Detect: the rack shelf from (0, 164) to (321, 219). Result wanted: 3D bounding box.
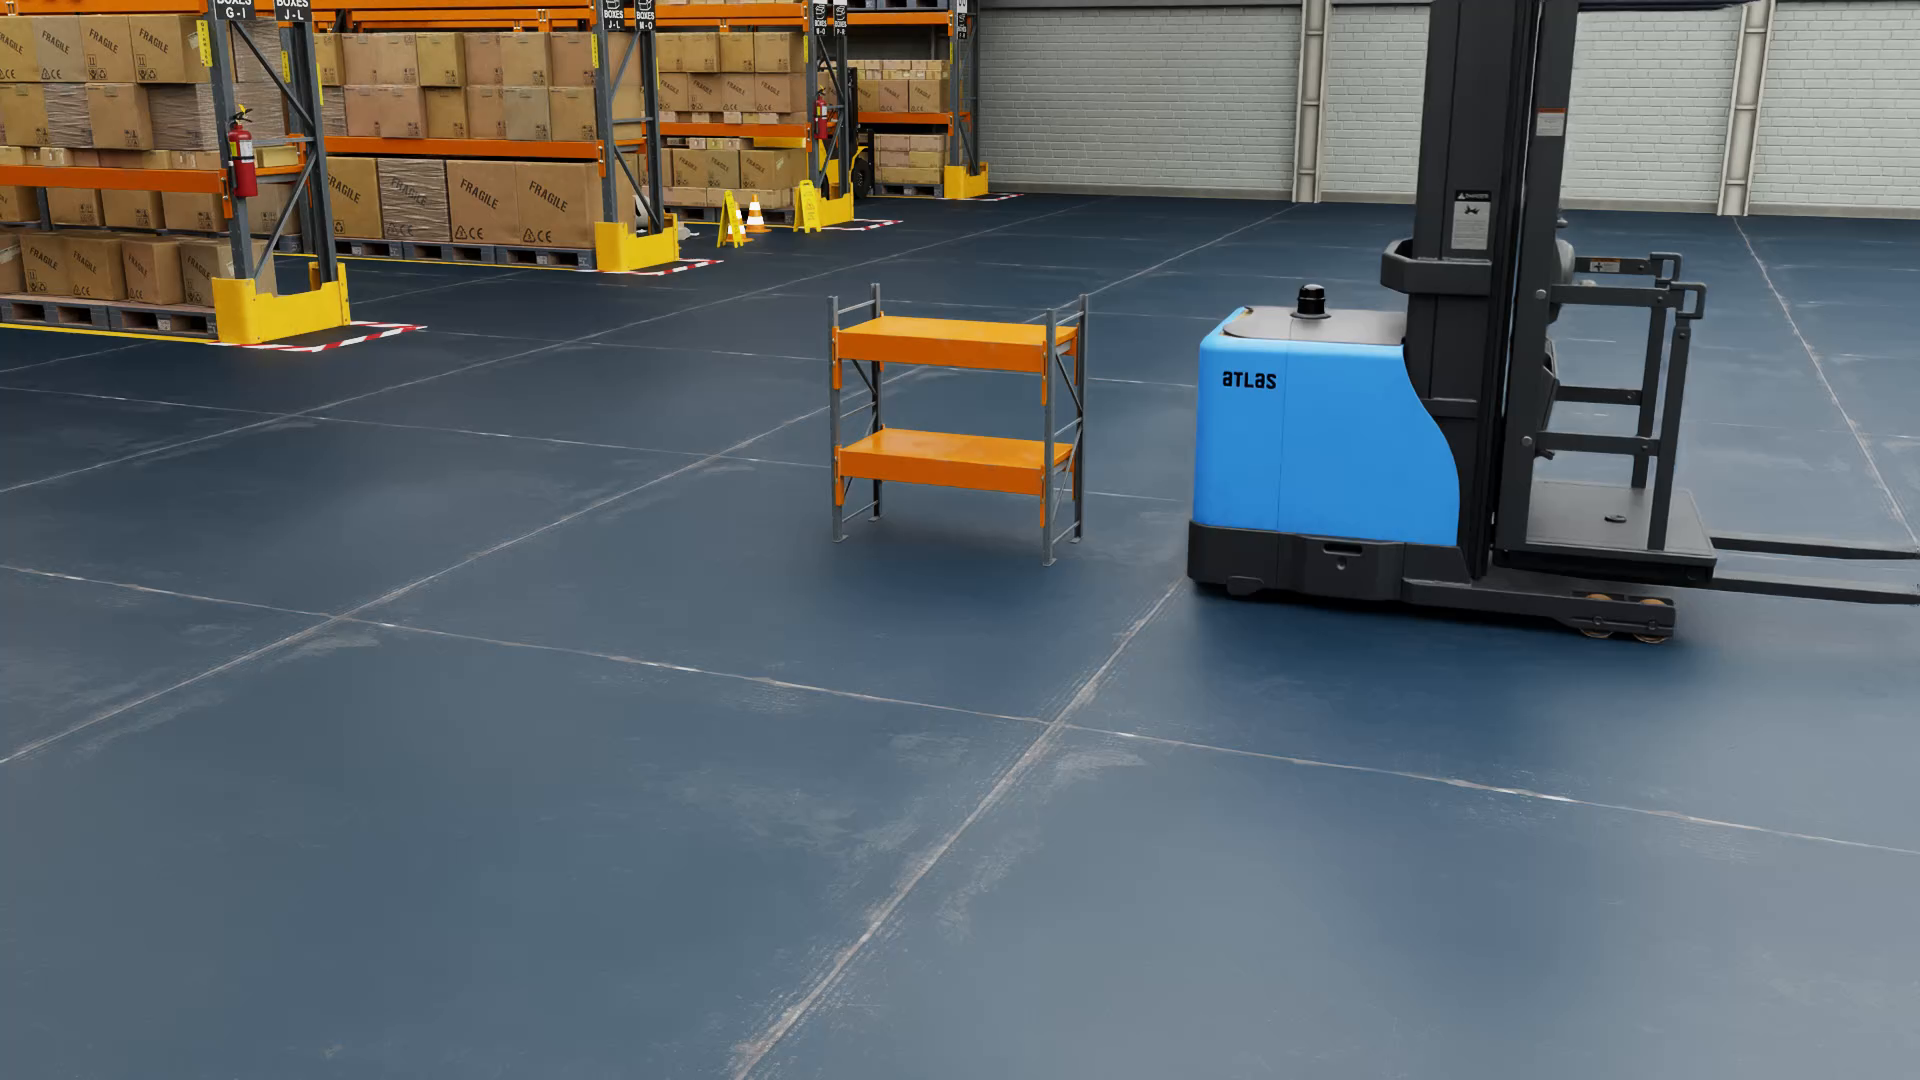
[{"bbox_3d":[-7.235,-2.971,13.817,4.000,0.370,1.077,6,17,21],"label":"rack shelf"}]

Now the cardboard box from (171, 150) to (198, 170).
[{"bbox_3d":[-5.948,-2.993,13.052,0.250,0.149,0.380,6,17,21],"label":"cardboard box"}]

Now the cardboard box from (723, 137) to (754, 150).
[{"bbox_3d":[-2.945,-5.269,22.114,0.250,0.149,0.380,7,18,22],"label":"cardboard box"}]

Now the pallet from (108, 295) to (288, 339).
[{"bbox_3d":[-6.188,-1.873,13.746,1.213,0.211,1.003,6,17,21],"label":"pallet"}]

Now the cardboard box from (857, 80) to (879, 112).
[{"bbox_3d":[-1.431,-7.108,26.598,0.500,0.500,0.500,6,17,20],"label":"cardboard box"}]

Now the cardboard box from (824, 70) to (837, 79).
[{"bbox_3d":[-2.011,-7.474,26.697,0.250,0.149,0.380,6,17,19],"label":"cardboard box"}]

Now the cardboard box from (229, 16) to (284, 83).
[{"bbox_3d":[-5.786,-3.910,13.255,0.500,0.500,0.500,6,17,21],"label":"cardboard box"}]

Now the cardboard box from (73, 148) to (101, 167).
[{"bbox_3d":[-6.884,-3.090,13.389,0.250,0.149,0.380,6,17,21],"label":"cardboard box"}]

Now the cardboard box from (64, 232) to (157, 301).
[{"bbox_3d":[-7.093,-2.303,13.955,0.500,0.500,0.500,8,18,26],"label":"cardboard box"}]

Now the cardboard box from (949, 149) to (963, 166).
[{"bbox_3d":[-0.282,-6.193,26.908,0.500,0.250,0.500,7,17,22],"label":"cardboard box"}]

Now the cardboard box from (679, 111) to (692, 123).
[{"bbox_3d":[-3.580,-5.706,22.397,0.250,0.149,0.380,6,17,21],"label":"cardboard box"}]

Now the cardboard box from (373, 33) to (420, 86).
[{"bbox_3d":[-5.845,-5.224,18.082,0.550,0.550,0.875,6,17,21],"label":"cardboard box"}]

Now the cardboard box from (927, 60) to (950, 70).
[{"bbox_3d":[-0.331,-7.454,26.094,0.250,0.149,0.380,6,17,21],"label":"cardboard box"}]

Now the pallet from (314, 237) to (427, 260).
[{"bbox_3d":[-6.503,-3.360,18.868,1.213,0.211,1.003,6,17,21],"label":"pallet"}]

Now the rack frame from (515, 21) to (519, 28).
[{"bbox_3d":[-7.363,-7.788,29.120,0.127,3.000,1.000,6,17,21],"label":"rack frame"}]

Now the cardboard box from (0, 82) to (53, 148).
[{"bbox_3d":[-7.295,-3.503,13.646,0.500,0.500,0.875,6,17,21],"label":"cardboard box"}]

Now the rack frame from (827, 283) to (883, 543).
[{"bbox_3d":[-0.479,-0.593,7.698,0.032,1.125,0.500,6,17,21],"label":"rack frame"}]

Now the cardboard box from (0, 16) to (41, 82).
[{"bbox_3d":[-7.370,-3.930,13.324,0.500,0.500,0.500,6,17,21],"label":"cardboard box"}]

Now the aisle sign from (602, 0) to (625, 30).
[{"bbox_3d":[-3.505,-5.551,16.753,0.004,0.787,0.394,6,17,21],"label":"aisle sign"}]

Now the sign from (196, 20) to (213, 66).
[{"bbox_3d":[-5.597,-3.678,12.318,0.005,0.325,0.100,6,17,21],"label":"sign"}]

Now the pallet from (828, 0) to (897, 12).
[{"bbox_3d":[-1.708,-8.571,26.596,1.213,0.211,1.003,6,17,21],"label":"pallet"}]

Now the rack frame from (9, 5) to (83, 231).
[{"bbox_3d":[-10.903,-5.206,20.227,0.127,3.000,1.000,6,17,21],"label":"rack frame"}]

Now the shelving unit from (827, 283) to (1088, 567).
[{"bbox_3d":[-0.006,-0.541,7.519,1.048,1.125,0.538,6,17,21],"label":"shelving unit"}]

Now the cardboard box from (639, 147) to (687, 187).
[{"bbox_3d":[-4.026,-5.097,22.684,0.500,0.500,0.500,7,18,24],"label":"cardboard box"}]

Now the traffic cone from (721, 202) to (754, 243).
[{"bbox_3d":[-2.703,-3.850,20.107,0.334,0.463,0.336,6,17,21],"label":"traffic cone"}]

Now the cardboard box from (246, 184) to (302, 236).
[{"bbox_3d":[-7.792,-3.959,19.211,0.750,0.750,1.050,6,17,20],"label":"cardboard box"}]

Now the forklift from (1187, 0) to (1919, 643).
[{"bbox_3d":[2.519,-1.181,6.484,3.031,2.935,1.130,5,17,17],"label":"forklift"}]

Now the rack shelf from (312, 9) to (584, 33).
[{"bbox_3d":[-7.320,-7.391,23.662,4.000,0.370,1.077,6,17,21],"label":"rack shelf"}]

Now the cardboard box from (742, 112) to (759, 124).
[{"bbox_3d":[-2.672,-5.573,21.941,0.250,0.149,0.380,6,17,20],"label":"cardboard box"}]

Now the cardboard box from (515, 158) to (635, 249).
[{"bbox_3d":[-4.116,-3.621,17.826,0.875,0.875,0.875,6,17,21],"label":"cardboard box"}]

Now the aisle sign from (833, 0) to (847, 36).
[{"bbox_3d":[-1.567,-7.005,21.758,0.004,0.787,0.394,6,17,21],"label":"aisle sign"}]

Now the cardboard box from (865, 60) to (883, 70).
[{"bbox_3d":[-1.313,-7.534,26.368,0.250,0.149,0.380,7,18,22],"label":"cardboard box"}]

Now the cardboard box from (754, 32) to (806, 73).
[{"bbox_3d":[-2.294,-6.349,21.656,0.500,0.500,0.700,6,17,19],"label":"cardboard box"}]

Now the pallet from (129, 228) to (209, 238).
[{"bbox_3d":[-9.066,-3.642,19.839,1.213,0.211,1.003,6,17,21],"label":"pallet"}]

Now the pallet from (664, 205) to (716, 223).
[{"bbox_3d":[-3.683,-4.568,23.030,1.213,0.211,1.003,6,17,21],"label":"pallet"}]

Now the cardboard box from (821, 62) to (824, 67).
[{"bbox_3d":[-2.226,-7.661,26.805,0.250,0.149,0.380,6,17,20],"label":"cardboard box"}]

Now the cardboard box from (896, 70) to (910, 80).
[{"bbox_3d":[-0.814,-7.353,26.279,0.250,0.149,0.380,7,17,22],"label":"cardboard box"}]

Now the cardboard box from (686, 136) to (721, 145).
[{"bbox_3d":[-4.131,-6.491,28.157,0.625,0.625,0.875,7,18,23],"label":"cardboard box"}]

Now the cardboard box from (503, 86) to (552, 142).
[{"bbox_3d":[-4.342,-4.537,17.652,0.550,0.550,0.875,6,17,21],"label":"cardboard box"}]

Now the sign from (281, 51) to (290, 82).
[{"bbox_3d":[-7.372,-5.173,18.179,0.005,0.325,0.100,6,17,21],"label":"sign"}]

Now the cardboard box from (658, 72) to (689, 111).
[{"bbox_3d":[-3.737,-6.018,22.311,0.500,0.500,0.500,6,17,21],"label":"cardboard box"}]

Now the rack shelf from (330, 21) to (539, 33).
[{"bbox_3d":[-9.223,-9.088,29.507,4.000,0.370,1.077,6,17,21],"label":"rack shelf"}]

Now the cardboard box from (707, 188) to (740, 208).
[{"bbox_3d":[-3.068,-4.631,22.425,0.500,0.250,0.500,6,17,21],"label":"cardboard box"}]

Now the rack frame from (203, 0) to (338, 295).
[{"bbox_3d":[-5.375,-3.112,13.012,0.127,3.000,1.000,6,17,21],"label":"rack frame"}]

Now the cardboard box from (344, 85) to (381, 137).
[{"bbox_3d":[-6.314,-4.784,18.504,0.550,0.550,0.875,6,17,21],"label":"cardboard box"}]

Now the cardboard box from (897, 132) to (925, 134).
[{"bbox_3d":[-0.764,-6.480,26.998,0.500,0.250,0.500,6,17,21],"label":"cardboard box"}]

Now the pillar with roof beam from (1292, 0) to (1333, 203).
[{"bbox_3d":[3.764,-8.426,20.555,0.400,9.000,9.100,6,17,21],"label":"pillar with roof beam"}]

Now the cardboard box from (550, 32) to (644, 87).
[{"bbox_3d":[-3.792,-5.027,17.402,0.550,0.550,0.875,6,17,21],"label":"cardboard box"}]

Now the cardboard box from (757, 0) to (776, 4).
[{"bbox_3d":[-2.416,-6.983,21.417,0.250,0.149,0.380,6,17,21],"label":"cardboard box"}]

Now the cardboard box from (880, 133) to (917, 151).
[{"bbox_3d":[-0.941,-6.348,26.545,0.500,0.250,0.500,7,17,22],"label":"cardboard box"}]

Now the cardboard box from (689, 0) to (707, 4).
[{"bbox_3d":[-3.354,-7.104,21.835,0.250,0.149,0.380,6,17,19],"label":"cardboard box"}]

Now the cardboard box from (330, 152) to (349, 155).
[{"bbox_3d":[-9.793,-5.774,25.240,0.875,0.875,0.875,6,17,20],"label":"cardboard box"}]

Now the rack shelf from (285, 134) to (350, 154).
[{"bbox_3d":[-9.042,-4.656,19.622,4.000,0.370,1.077,6,17,21],"label":"rack shelf"}]

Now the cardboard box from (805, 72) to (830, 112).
[{"bbox_3d":[-2.077,-5.993,22.225,0.500,0.500,0.500,6,17,20],"label":"cardboard box"}]

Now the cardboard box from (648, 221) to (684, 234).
[{"bbox_3d":[-3.698,-3.923,20.920,0.380,0.149,0.250,-12,20,-37],"label":"cardboard box"}]

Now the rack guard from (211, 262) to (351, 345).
[{"bbox_3d":[-5.445,-1.919,13.388,0.348,0.500,1.175,6,17,21],"label":"rack guard"}]
